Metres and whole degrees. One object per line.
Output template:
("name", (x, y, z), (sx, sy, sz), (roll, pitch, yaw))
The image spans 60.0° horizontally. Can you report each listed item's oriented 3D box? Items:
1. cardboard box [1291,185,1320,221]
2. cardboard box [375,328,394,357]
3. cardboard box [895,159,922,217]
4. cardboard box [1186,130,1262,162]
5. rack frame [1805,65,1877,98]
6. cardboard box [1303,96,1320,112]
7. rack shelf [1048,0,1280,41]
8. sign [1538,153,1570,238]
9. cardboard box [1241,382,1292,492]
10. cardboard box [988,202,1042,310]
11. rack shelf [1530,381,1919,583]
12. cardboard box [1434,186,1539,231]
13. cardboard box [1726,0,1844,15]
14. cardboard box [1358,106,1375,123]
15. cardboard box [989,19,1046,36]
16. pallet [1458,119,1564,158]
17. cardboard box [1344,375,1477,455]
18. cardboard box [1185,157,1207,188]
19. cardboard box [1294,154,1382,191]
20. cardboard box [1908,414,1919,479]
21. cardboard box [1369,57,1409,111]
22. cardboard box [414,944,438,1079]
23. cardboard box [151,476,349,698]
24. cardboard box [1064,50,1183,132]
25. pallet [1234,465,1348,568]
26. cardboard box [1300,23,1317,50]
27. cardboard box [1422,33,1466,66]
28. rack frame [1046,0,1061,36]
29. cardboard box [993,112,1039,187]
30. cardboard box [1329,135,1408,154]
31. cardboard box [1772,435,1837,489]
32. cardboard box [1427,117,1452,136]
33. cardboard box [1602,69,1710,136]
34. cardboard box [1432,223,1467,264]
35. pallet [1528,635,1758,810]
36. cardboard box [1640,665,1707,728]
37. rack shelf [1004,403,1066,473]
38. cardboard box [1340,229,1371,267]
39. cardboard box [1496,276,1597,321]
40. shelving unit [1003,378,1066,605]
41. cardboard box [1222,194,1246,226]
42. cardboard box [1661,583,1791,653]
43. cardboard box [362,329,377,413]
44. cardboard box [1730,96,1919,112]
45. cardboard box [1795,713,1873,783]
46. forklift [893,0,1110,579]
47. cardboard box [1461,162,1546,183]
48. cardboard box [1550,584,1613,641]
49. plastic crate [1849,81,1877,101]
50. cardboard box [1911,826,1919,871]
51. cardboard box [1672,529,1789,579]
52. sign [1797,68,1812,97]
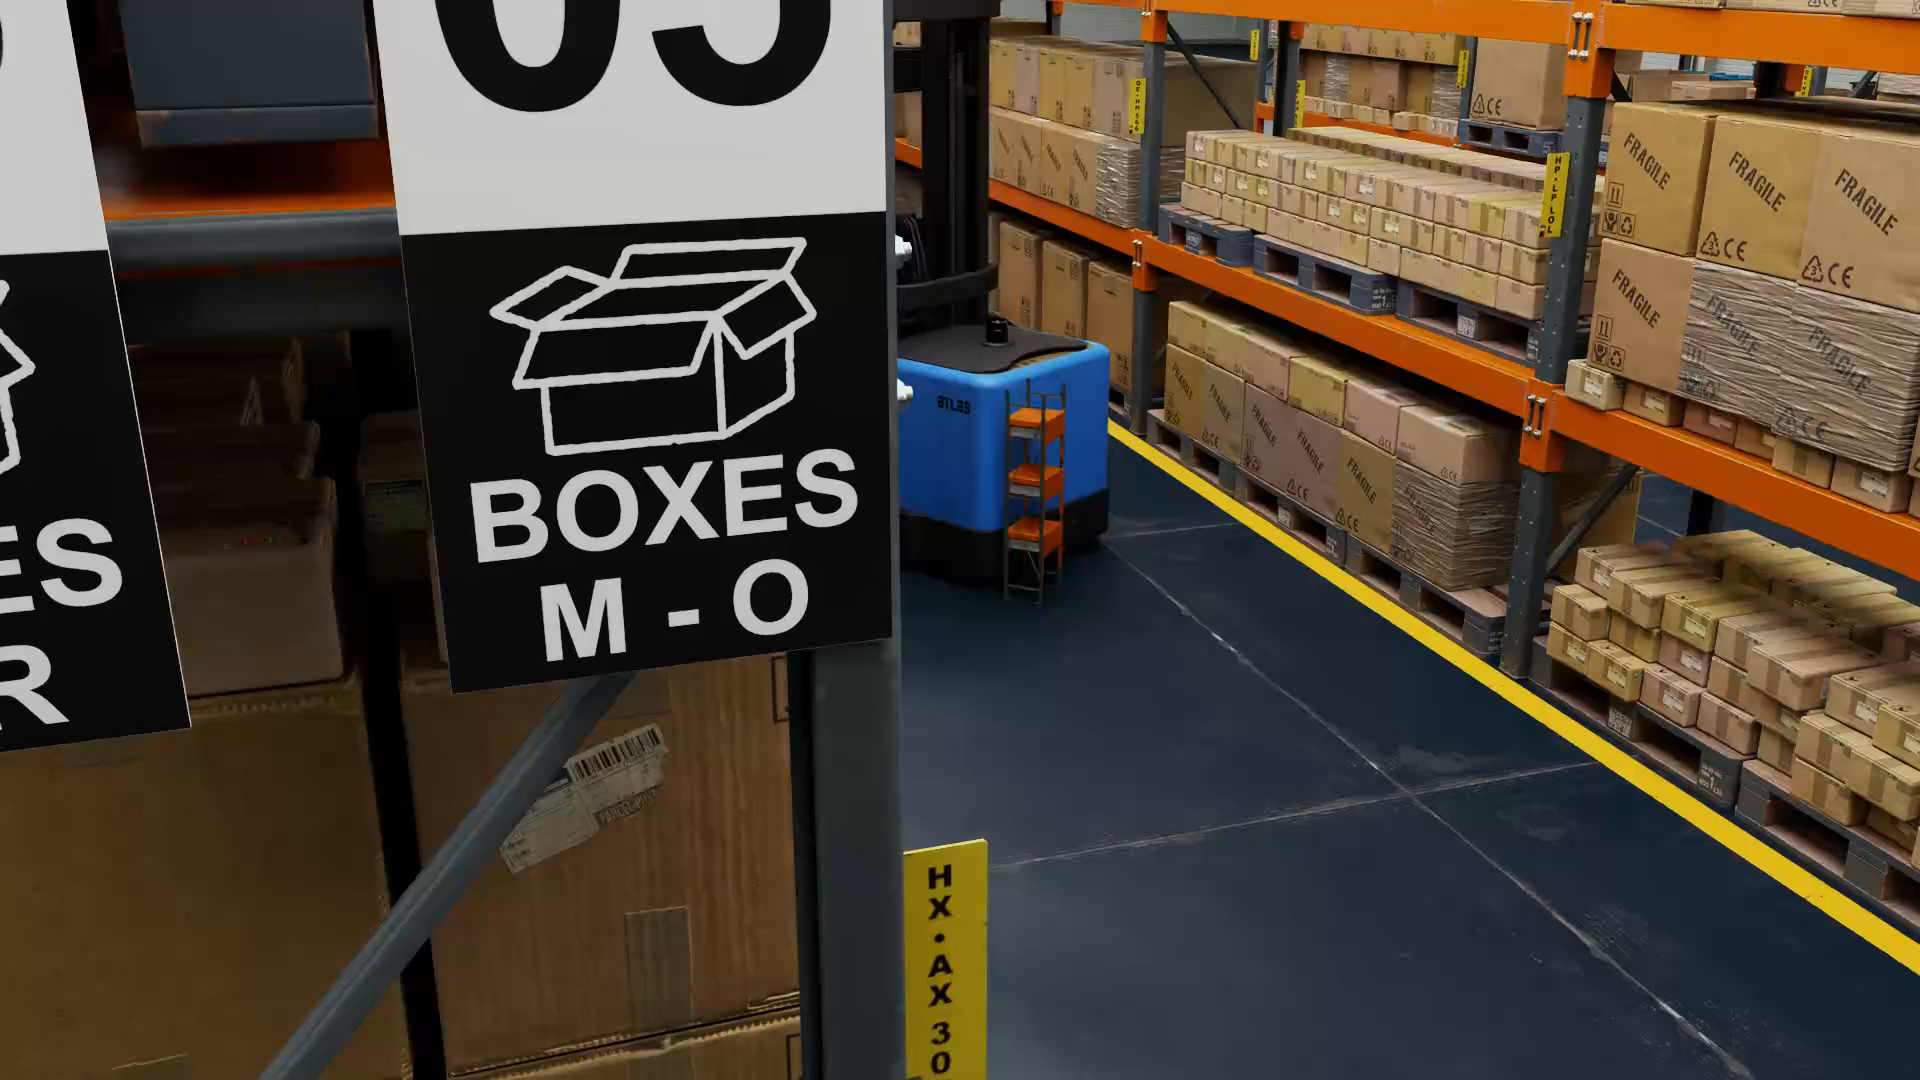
("cardboard box", (1.972, -1.784, 8.755), (0.380, 0.149, 0.250), (-7, 21, -18))
("cardboard box", (-0.925, -0.219, 3.463), (0.500, 0.500, 0.500), (-6, 21, -17))
("cardboard box", (-0.071, -3.133, 15.724), (0.875, 0.875, 0.875), (-6, 21, -17))
("cardboard box", (1.567, -2.343, 9.872), (0.380, 0.149, 0.250), (-6, 21, -17))
("rack frame", (6.345, -2.648, 11.852), (1.000, 3.000, 0.127), (-6, 21, -17))
("cardboard box", (3.917, -4.738, 18.043), (0.380, 0.149, 0.250), (-6, 21, -17))
("rack shelf", (0.976, -3.869, 11.877), (1.077, 0.370, 4.000), (-6, 21, -17))
("sign", (2.336, -1.355, 6.538), (0.100, 0.325, 0.005), (-6, 21, -17))
("cardboard box", (1.912, -0.596, 9.214), (0.500, 0.500, 0.500), (-7, 21, -19))
("cardboard box", (0.628, -2.387, 13.830), (1.050, 0.750, 0.750), (-6, 21, -17))
("rack shelf", (3.491, 0.110, 5.236), (1.077, 0.370, 4.000), (-6, 21, -17))
("cardboard box", (2.386, -1.507, 7.545), (0.380, 0.149, 0.250), (-7, 21, -19))
("cardboard box", (2.923, -1.875, 5.483), (0.500, 0.250, 0.500), (-7, 21, -18))
("cardboard box", (4.284, -4.334, 16.918), (0.380, 0.149, 0.250), (-6, 21, -17))
("cardboard box", (0.264, -4.138, 14.181), (0.875, 0.550, 0.550), (-6, 21, -17))
("pallet", (5.190, -3.581, 14.732), (1.003, 0.211, 1.213), (-6, 21, -17))
("cardboard box", (2.239, -0.623, 8.180), (0.500, 0.250, 0.500), (-5, 20, -15))
("cardboard box", (1.566, -2.197, 9.905), (0.380, 0.149, 0.250), (-5, 20, -15))
("cardboard box", (1.981, -1.923, 8.702), (0.380, 0.149, 0.250), (-6, 21, -16))
("cardboard box", (3.261, -0.379, 4.946), (0.500, 0.500, 0.500), (-5, 20, -14))
("cardboard box", (4.629, -4.584, 16.653), (0.875, 0.500, 0.500), (-6, 21, -17))
("cardboard box", (-1.095, 0.636, 2.562), (0.500, 0.500, 0.500), (-7, 21, -18))
("cardboard box", (-0.851, 0.055, 1.739), (0.380, 0.149, 0.250), (-6, 21, -16))
("cardboard box", (1.149, -3.143, 11.603), (0.700, 0.500, 0.500), (-7, 21, -18))
("pallet", (2.229, -0.200, 9.160), (1.003, 0.211, 1.213), (-6, 21, -17))
("cardboard box", (3.895, -5.506, 17.743), (0.500, 0.500, 0.500), (-6, 21, -17))
("cardboard box", (4.685, -4.705, 15.510), (0.500, 0.500, 0.500), (-6, 21, -17))
("rack frame", (0.347, -3.437, 14.049), (1.000, 3.000, 0.127), (-6, 21, -17))
("cardboard box", (0.571, -2.964, 12.584), (0.500, 0.500, 0.500), (-6, 21, -17))
("cardboard box", (2.353, -2.240, 9.585), (0.380, 0.149, 0.250), (-6, 21, -16))
("cardboard box", (3.023, -0.295, 5.673), (0.380, 0.149, 0.250), (-6, 21, -16))
("cardboard box", (4.672, -3.933, 15.800), (0.380, 0.149, 0.250), (-6, 21, -17))
("cardboard box", (5.720, -3.632, 13.816), (0.797, 0.503, 0.637), (-4, 20, -12))
("cardboard box", (2.390, -1.361, 7.577), (0.380, 0.149, 0.250), (-5, 20, -15))
("pallet", (3.107, 0.654, 6.783), (1.003, 0.211, 1.213), (-6, 21, -17))
("cardboard box", (2.883, 0.585, 6.448), (0.380, 0.149, 0.250), (-6, 21, -17))
("rack shelf", (0.359, -0.490, 7.919), (0.215, 0.259, 0.240), (9, 22, 24))
("cardboard box", (2.137, -1.474, 8.332), (0.380, 0.149, 0.250), (-5, 20, -15))
("cardboard box", (2.549, -1.056, 7.169), (0.380, 0.149, 0.250), (-7, 21, -18))
("shelving unit", (0.359, -0.233, 8.011), (0.215, 1.050, 0.252), (9, 22, 24))
("cardboard box", (1.723, -1.895, 9.507), (0.380, 0.149, 0.250), (-5, 20, -14))
("cardboard box", (2.930, 0.297, 6.368), (0.380, 0.149, 0.250), (-7, 21, -18))
("cardboard box", (-1.583, -0.322, 3.750), (0.500, 0.500, 0.500), (-6, 21, -16))
("cardboard box", (3.266, -1.406, 6.325), (0.500, 0.500, 0.500), (-7, 21, -19))
("cardboard box", (3.113, 0.696, 5.698), (0.380, 0.149, 0.250), (-7, 21, -18))
("forklift", (-0.647, -1.584, 8.990), (3.031, 2.935, 1.130), (17, 26, 39))
("cardboard box", (2.767, -1.820, 8.415), (0.380, 0.149, 0.250), (-6, 21, -15))
("cardboard box", (2.672, 0.284, 6.844), (0.380, 0.149, 0.250), (-5, 20, -15))
("plastic crate", (9.746, -4.610, 17.407), (0.767, 0.338, 0.504), (-6, 21, -17))
("cardboard box", (3.281, 1.002, 5.285), (0.380, 0.149, 0.250), (-6, 21, -16))
("cardboard box", (3.221, 0.081, 6.971), (0.380, 0.149, 0.250), (-6, 21, -16))
("sign", (5.833, -3.095, 11.501), (0.100, 0.325, 0.005), (-6, 21, -17))
